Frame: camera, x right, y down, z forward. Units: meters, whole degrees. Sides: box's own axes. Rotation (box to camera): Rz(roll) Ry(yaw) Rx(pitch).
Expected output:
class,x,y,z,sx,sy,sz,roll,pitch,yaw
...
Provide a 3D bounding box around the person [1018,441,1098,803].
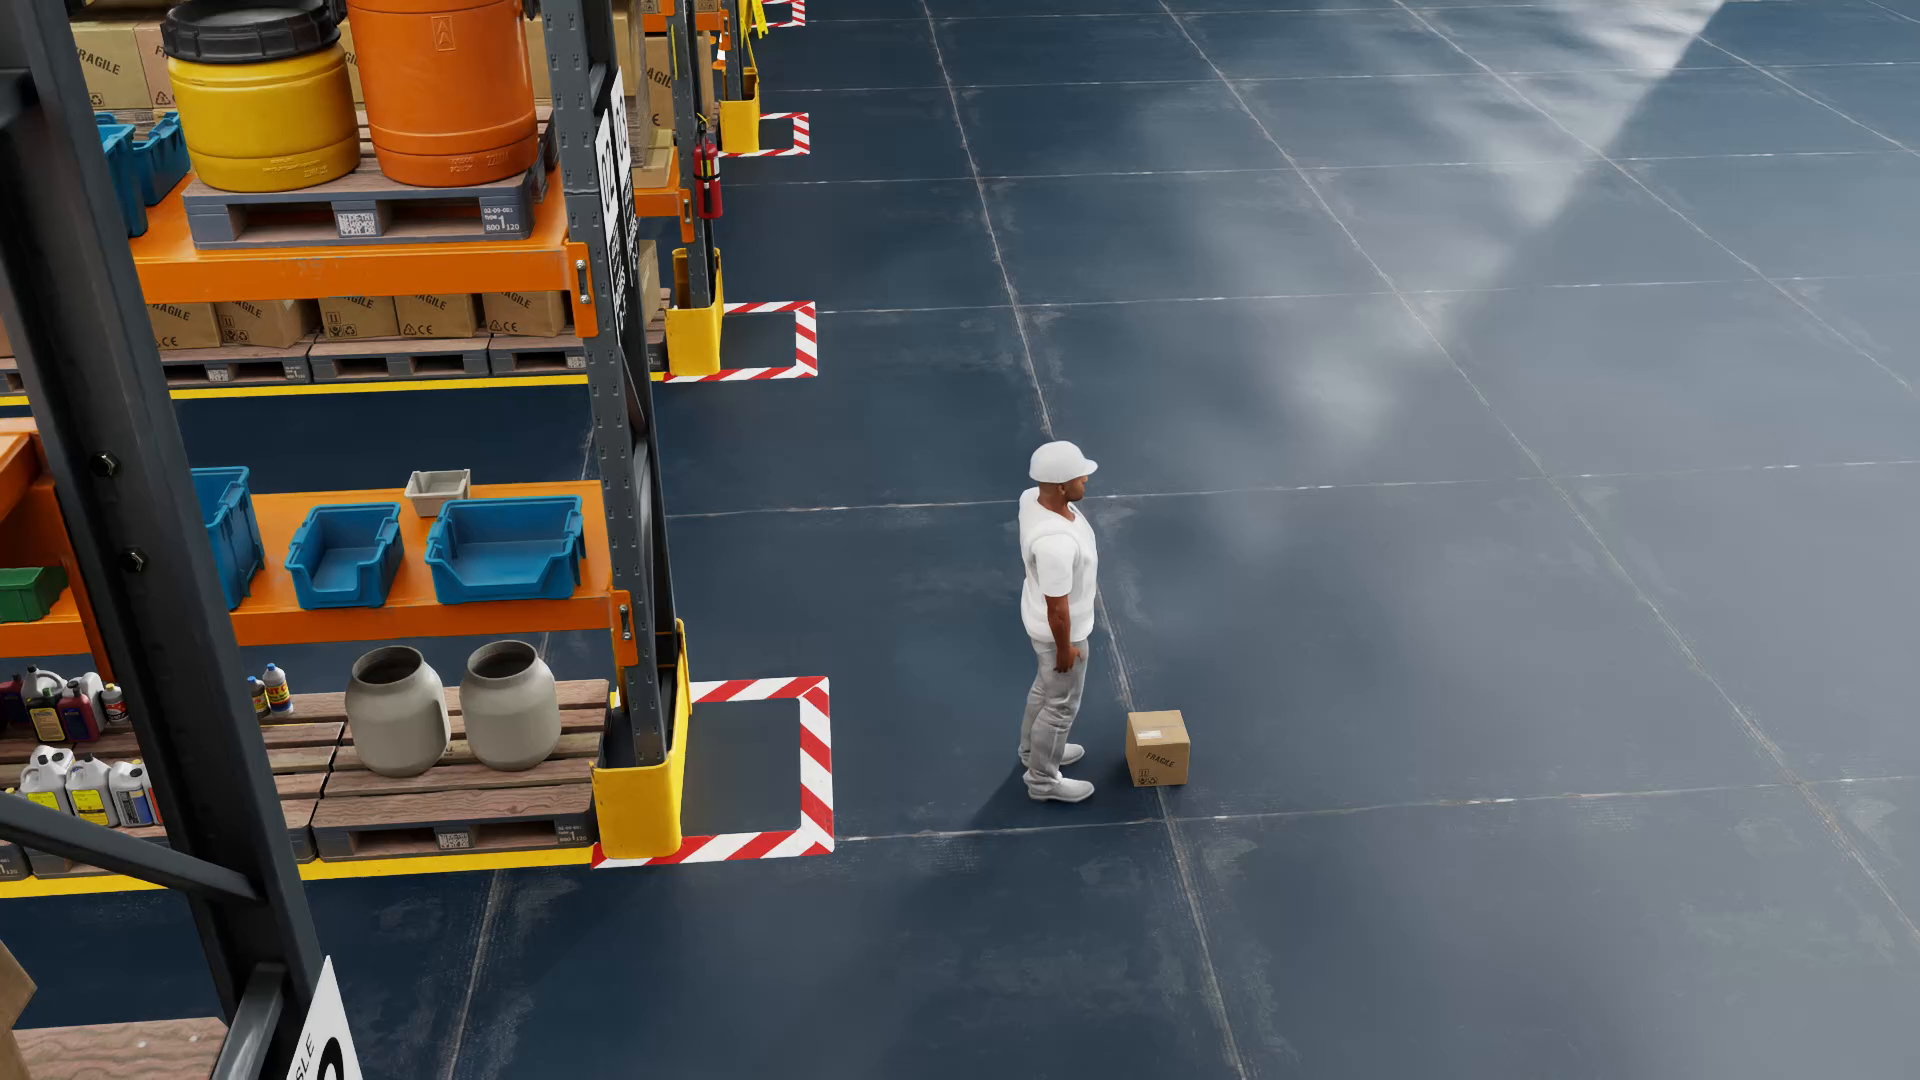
class,x,y,z,sx,sy,sz,roll,pitch,yaw
person,0.434,0.354,7.427,0.358,1.761,0.563,-2,31,-3
